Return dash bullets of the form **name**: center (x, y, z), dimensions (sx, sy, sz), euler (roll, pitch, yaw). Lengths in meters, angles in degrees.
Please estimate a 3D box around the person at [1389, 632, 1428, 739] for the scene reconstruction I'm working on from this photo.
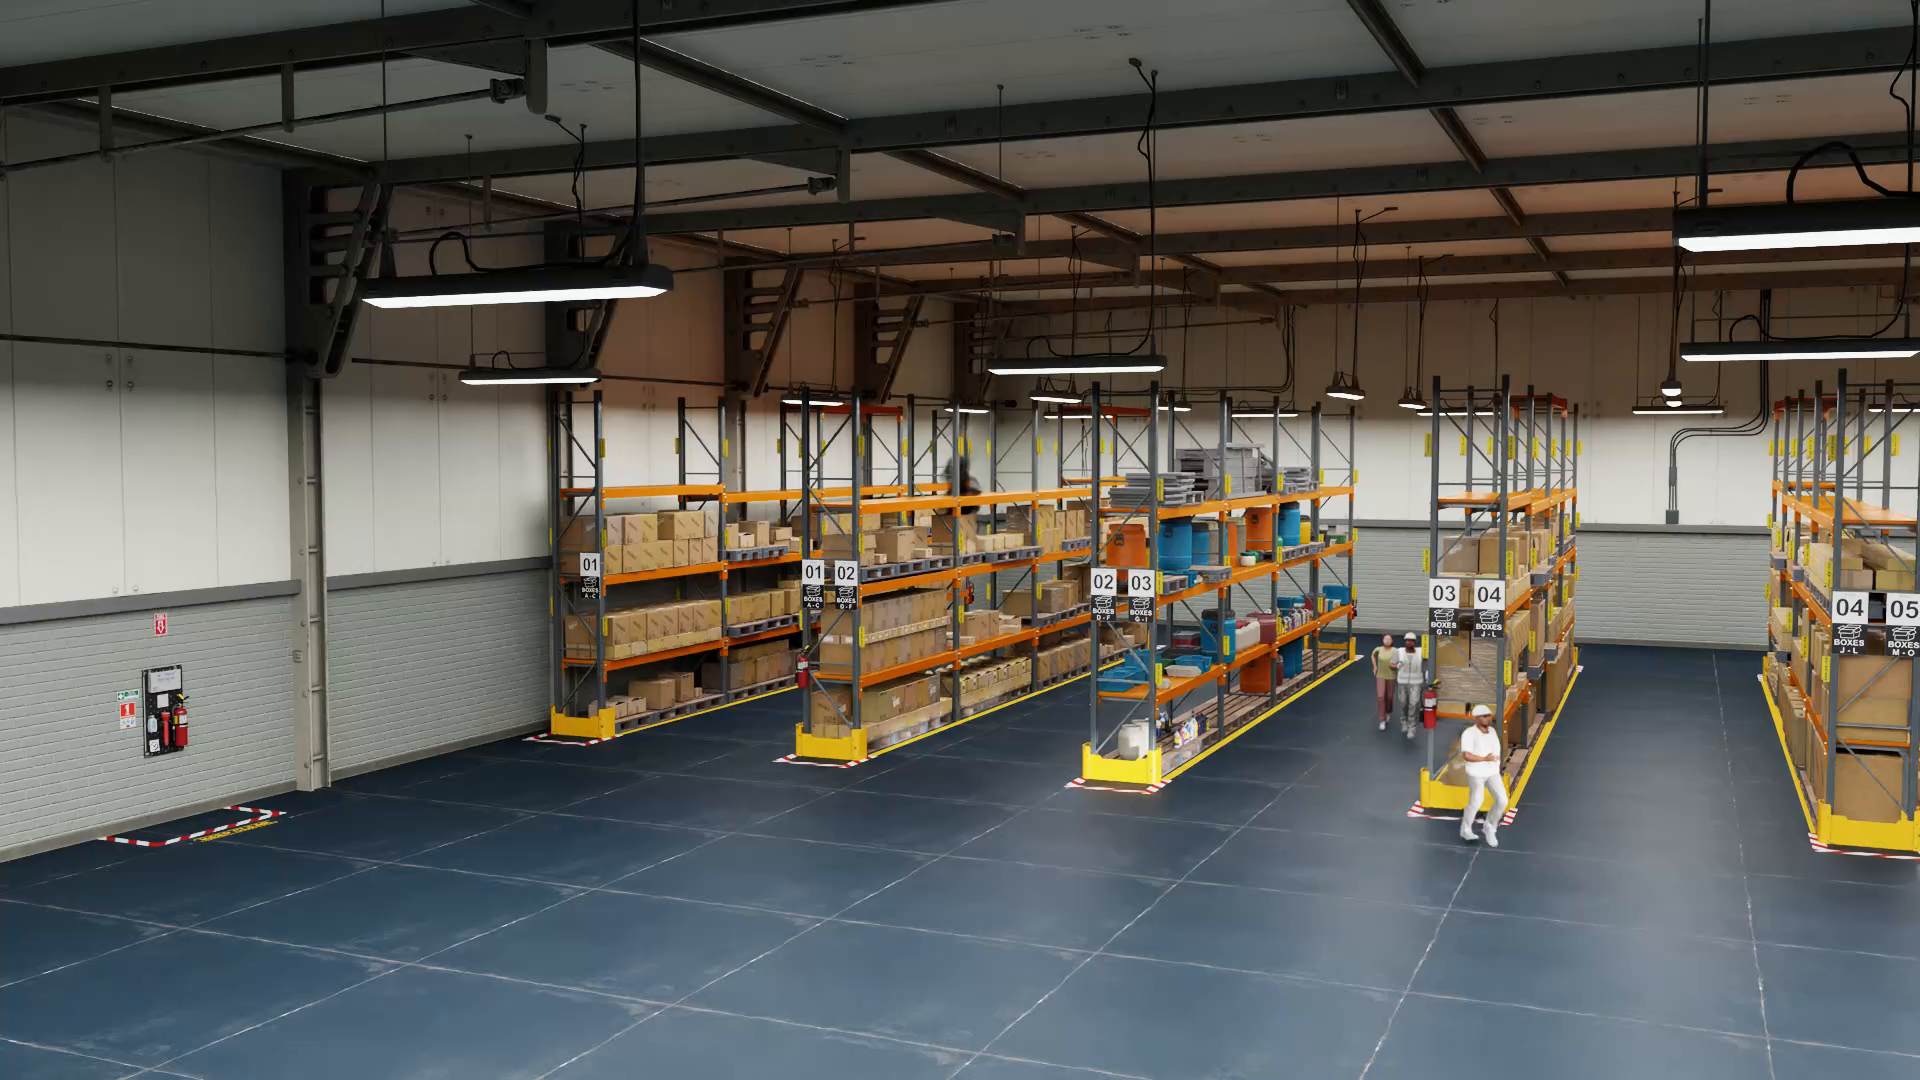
- **person**: center (7.727, 2.473, 28.602), dimensions (0.679, 1.779, 0.978), euler (1, 3, 20)

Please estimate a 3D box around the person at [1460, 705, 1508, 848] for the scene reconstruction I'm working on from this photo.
- **person**: center (6.591, 2.964, 20.904), dimensions (0.657, 1.787, 0.726), euler (-1, 3, -21)

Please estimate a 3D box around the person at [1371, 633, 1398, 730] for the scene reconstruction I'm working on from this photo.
- **person**: center (7.664, 2.505, 29.833), dimensions (0.573, 1.691, 0.945), euler (1, 3, 15)
